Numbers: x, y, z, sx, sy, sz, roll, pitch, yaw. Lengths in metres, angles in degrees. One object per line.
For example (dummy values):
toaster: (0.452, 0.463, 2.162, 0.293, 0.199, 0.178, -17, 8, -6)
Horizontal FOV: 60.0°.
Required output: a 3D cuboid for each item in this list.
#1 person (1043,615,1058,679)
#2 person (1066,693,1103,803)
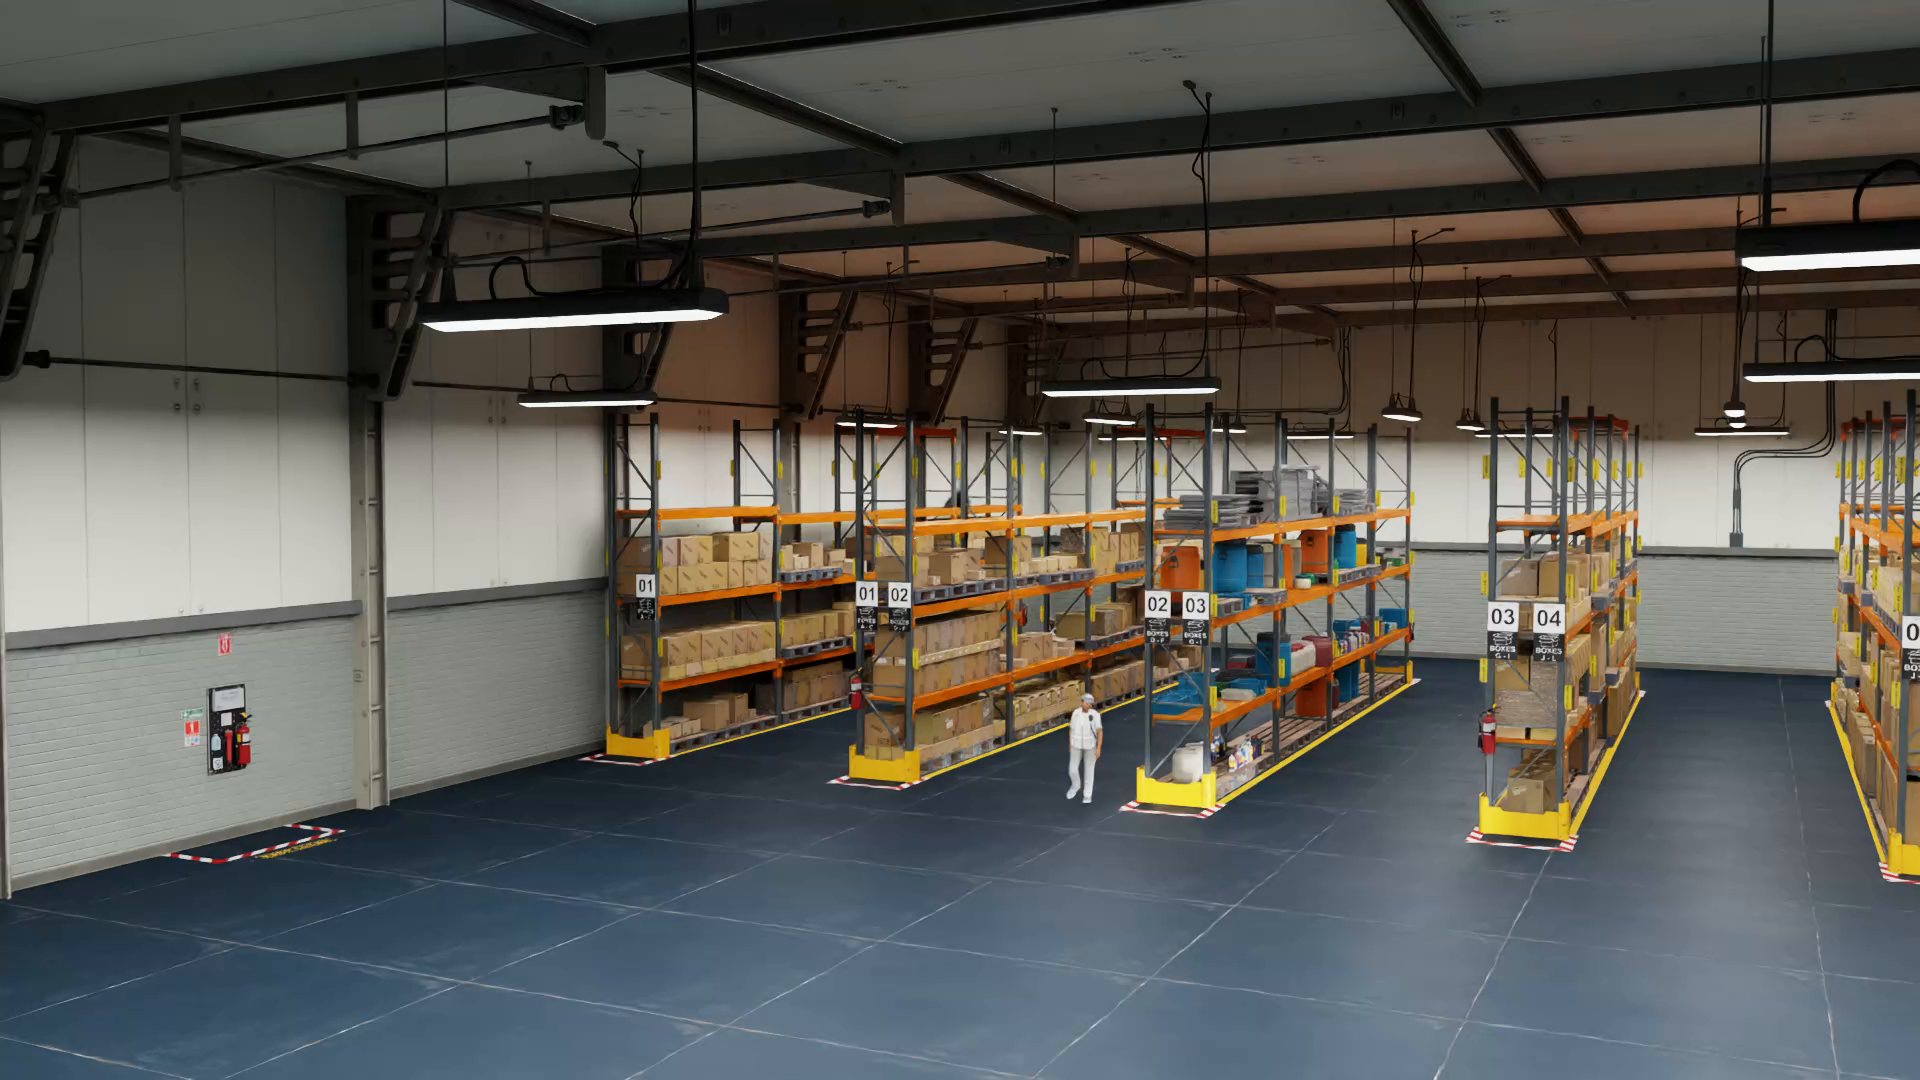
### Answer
person: (2.135, 2.487, 37.896, 0.587, 1.585, 0.857, 1, 3, 32)
person: (1.862, 3.117, 24.956, 0.569, 1.651, 0.471, 1, 2, 12)
